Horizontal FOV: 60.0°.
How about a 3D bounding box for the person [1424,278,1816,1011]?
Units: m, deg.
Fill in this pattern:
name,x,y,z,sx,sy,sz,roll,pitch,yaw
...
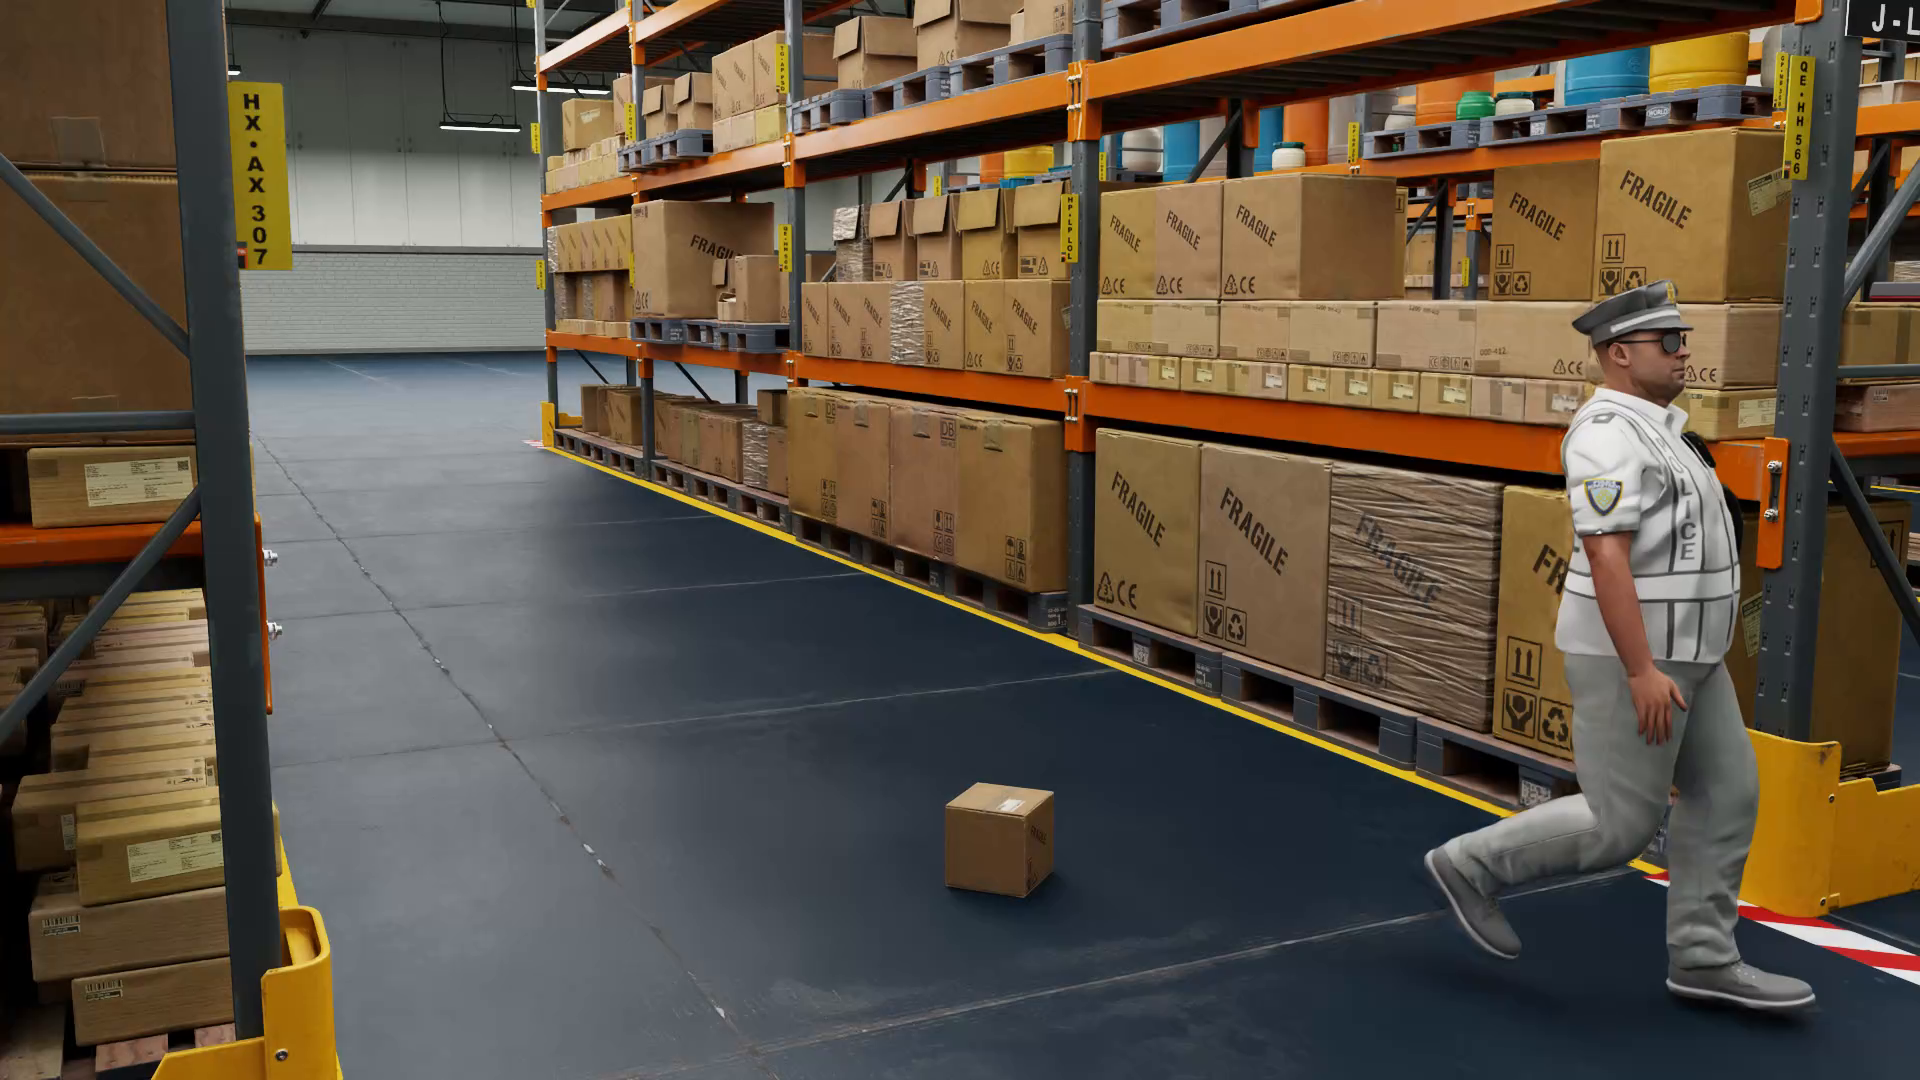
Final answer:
name,x,y,z,sx,sy,sz,roll,pitch,yaw
person,1.624,0.246,4.019,0.883,1.736,0.554,7,11,37
